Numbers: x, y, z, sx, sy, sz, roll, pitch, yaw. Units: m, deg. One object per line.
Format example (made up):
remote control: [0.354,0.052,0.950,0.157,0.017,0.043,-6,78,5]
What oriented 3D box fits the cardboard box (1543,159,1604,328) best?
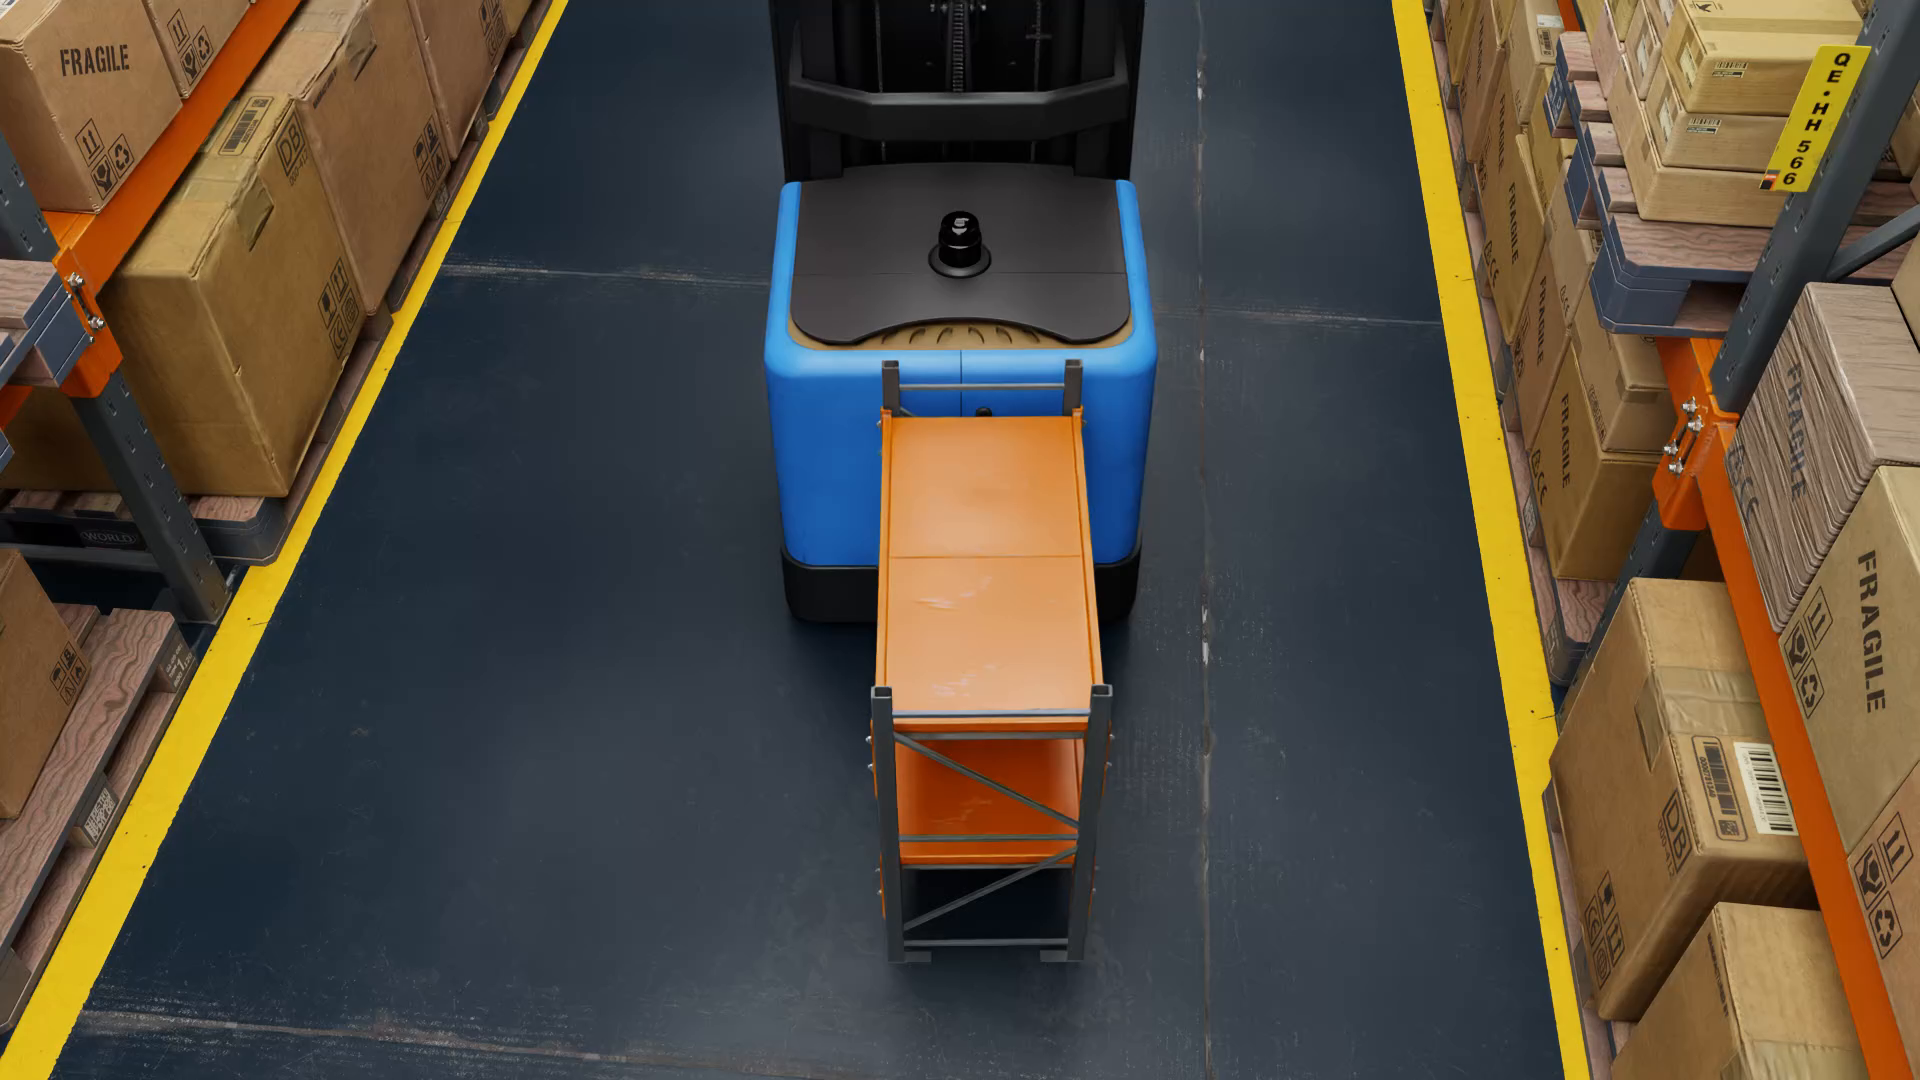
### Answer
cardboard box: [2.039,-0.864,4.909,0.500,0.250,0.500,4,48,4]

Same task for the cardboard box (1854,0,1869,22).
cardboard box: [2.516,-1.387,4.371,0.380,0.149,0.250,6,48,5]

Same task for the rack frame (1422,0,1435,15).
rack frame: [2.567,-3.360,6.290,1.000,3.000,0.127,4,48,4]

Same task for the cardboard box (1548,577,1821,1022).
cardboard box: [2.057,0.638,3.874,1.050,0.750,0.750,3,48,3]

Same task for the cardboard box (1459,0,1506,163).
cardboard box: [2.189,-1.744,6.222,0.500,0.500,0.500,6,48,5]

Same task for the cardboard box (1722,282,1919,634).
cardboard box: [1.893,-0.143,3.280,0.500,0.500,0.500,4,48,4]

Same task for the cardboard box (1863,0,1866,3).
cardboard box: [2.513,-1.501,4.274,0.380,0.149,0.250,4,48,4]

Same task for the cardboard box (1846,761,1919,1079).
cardboard box: [1.803,0.602,2.599,0.500,0.500,0.500,4,48,3]

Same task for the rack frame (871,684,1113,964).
rack frame: [0.066,0.692,3.855,0.500,1.125,0.032,0,48,0]

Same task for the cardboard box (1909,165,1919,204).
cardboard box: [2.444,-0.793,3.828,0.380,0.149,0.250,3,48,3]

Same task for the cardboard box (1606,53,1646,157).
cardboard box: [1.814,-1.053,4.066,0.380,0.149,0.250,4,48,3]

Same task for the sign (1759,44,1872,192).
sign: [1.661,-0.814,3.231,0.100,0.325,0.005,4,48,4]

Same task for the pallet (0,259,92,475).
pallet: [-2.687,-0.233,3.560,1.213,0.211,1.003,4,48,4]

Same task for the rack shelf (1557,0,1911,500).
rack shelf: [2.385,-1.648,5.212,1.077,0.370,4.000,4,48,4]

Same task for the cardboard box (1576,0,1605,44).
cardboard box: [1.863,-1.425,4.407,0.380,0.149,0.250,3,48,3]

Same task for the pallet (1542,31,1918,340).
pallet: [2.161,-0.887,4.158,1.213,0.211,1.003,4,48,4]

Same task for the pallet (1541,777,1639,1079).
pallet: [2.056,1.095,4.106,1.003,0.211,1.213,4,48,4]

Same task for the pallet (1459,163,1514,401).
pallet: [2.389,-0.948,5.974,1.003,0.211,1.213,4,48,4]

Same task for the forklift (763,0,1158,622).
forklift: [-0.011,-1.817,4.925,1.130,2.935,3.031,0,48,0]

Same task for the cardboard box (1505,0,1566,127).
cardboard box: [2.140,-1.620,5.600,0.500,0.250,0.500,6,48,5]

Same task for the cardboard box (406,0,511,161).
cardboard box: [-2.482,-2.064,6.261,1.225,0.875,0.875,2,48,2]

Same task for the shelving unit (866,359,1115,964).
shelving unit: [0.061,0.317,4.198,0.538,1.125,1.048,0,48,0]

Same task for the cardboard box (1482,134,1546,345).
cardboard box: [2.085,-0.991,5.533,0.500,0.500,0.500,2,48,2]

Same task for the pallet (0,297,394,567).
pallet: [-2.581,-0.462,5.529,1.003,0.211,1.213,4,48,4]

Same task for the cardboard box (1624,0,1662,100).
cardboard box: [1.817,-1.168,3.970,0.380,0.149,0.250,5,48,5]

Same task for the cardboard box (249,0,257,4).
cardboard box: [-2.325,-1.957,4.939,0.500,0.500,0.500,3,48,3]

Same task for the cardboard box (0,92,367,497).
cardboard box: [-2.644,-0.759,5.067,1.225,0.875,0.875,2,48,2]

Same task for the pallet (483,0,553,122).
pallet: [-2.358,-2.255,7.169,1.003,0.211,1.213,4,48,4]

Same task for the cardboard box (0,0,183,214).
cardboard box: [-2.412,-1.201,4.248,0.500,0.500,0.500,5,48,5]

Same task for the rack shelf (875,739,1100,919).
rack shelf: [0.061,0.482,4.378,0.538,0.278,1.000,0,48,0]

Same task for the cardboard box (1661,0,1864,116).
cardboard box: [1.791,-1.070,3.678,0.380,0.149,0.250,2,48,2]

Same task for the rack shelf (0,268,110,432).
rack shelf: [-2.910,0.884,2.896,1.077,0.370,4.000,4,48,4]

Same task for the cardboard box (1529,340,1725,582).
cardboard box: [2.002,-0.220,4.828,0.500,0.500,0.500,4,48,3]

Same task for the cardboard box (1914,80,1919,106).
cardboard box: [2.469,-1.119,3.925,0.380,0.149,0.250,6,48,5]
